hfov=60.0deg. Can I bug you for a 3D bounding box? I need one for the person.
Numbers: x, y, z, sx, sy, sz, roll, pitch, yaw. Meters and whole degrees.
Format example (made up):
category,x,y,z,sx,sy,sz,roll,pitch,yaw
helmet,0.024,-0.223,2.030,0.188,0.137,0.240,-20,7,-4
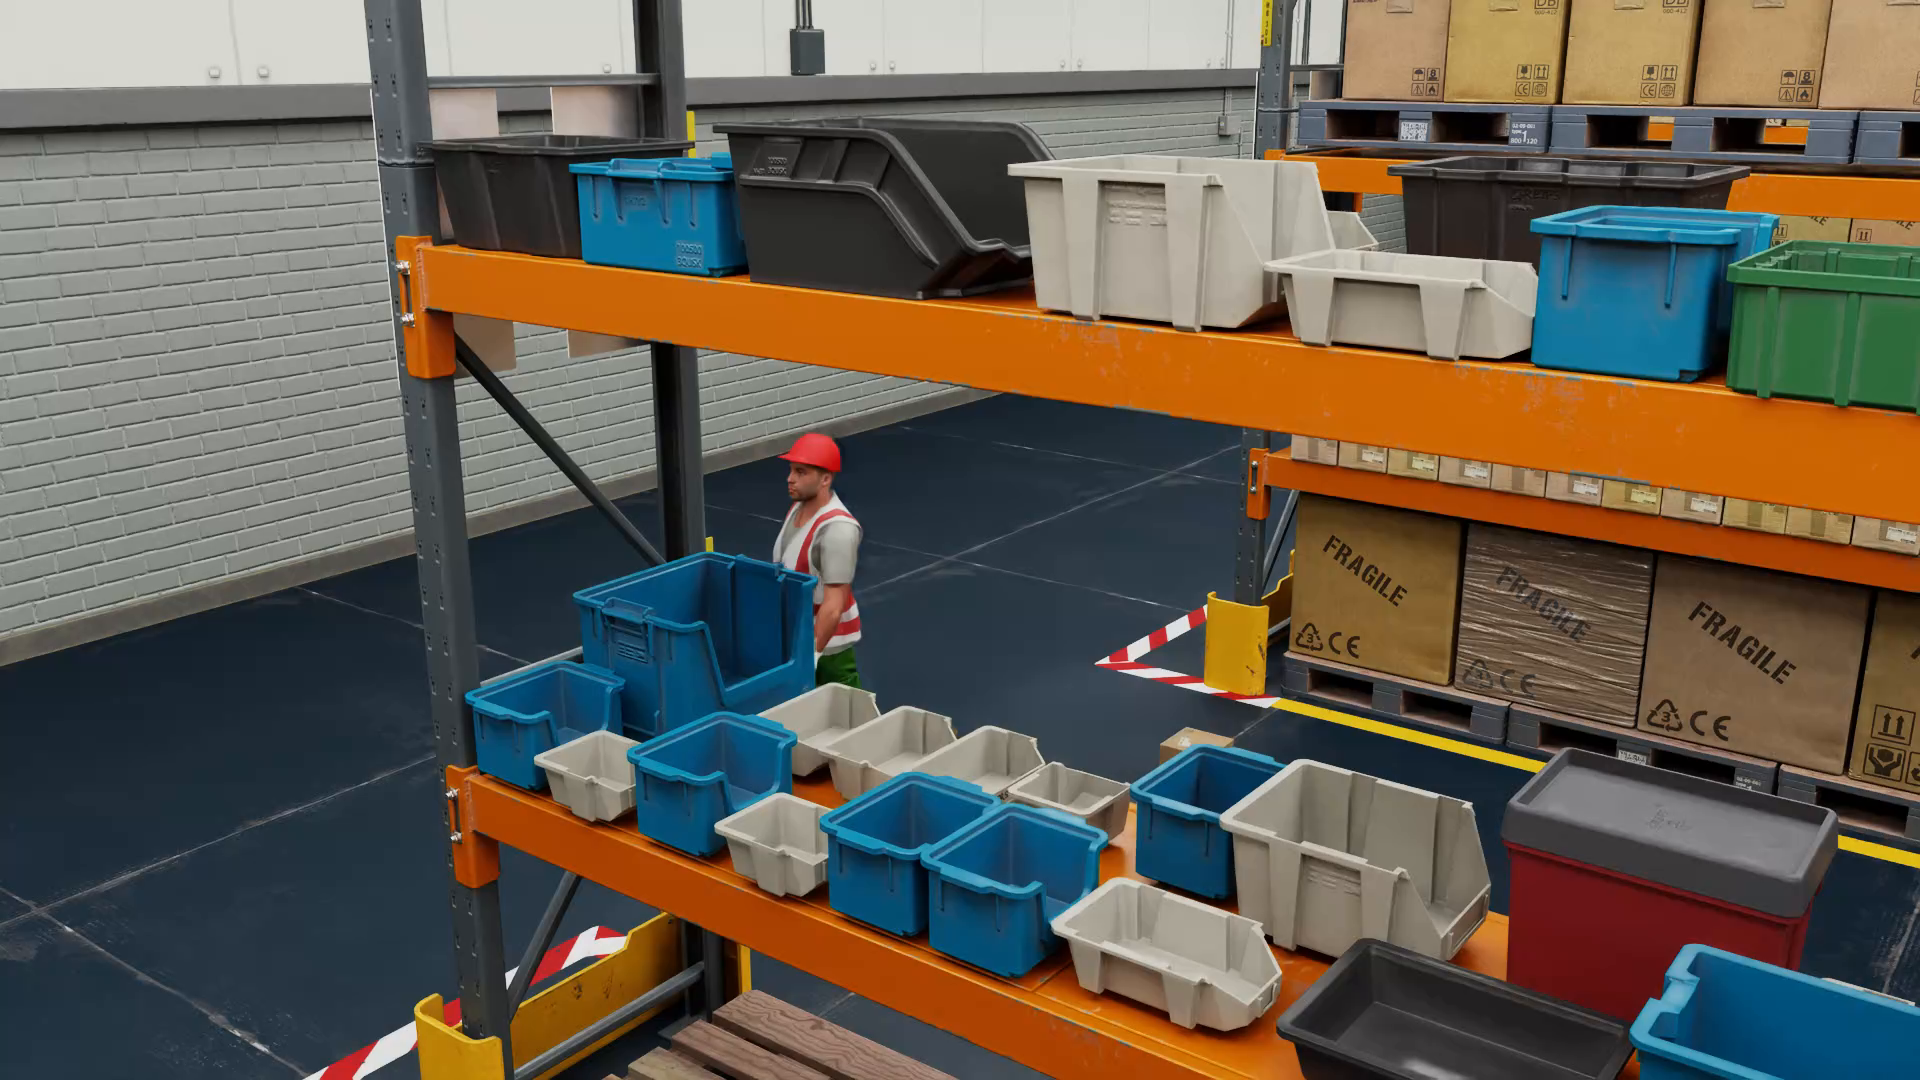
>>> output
category,x,y,z,sx,sy,sz,roll,pitch,yaw
person,-0.661,0.457,6.961,0.727,1.830,0.595,-10,19,-32
